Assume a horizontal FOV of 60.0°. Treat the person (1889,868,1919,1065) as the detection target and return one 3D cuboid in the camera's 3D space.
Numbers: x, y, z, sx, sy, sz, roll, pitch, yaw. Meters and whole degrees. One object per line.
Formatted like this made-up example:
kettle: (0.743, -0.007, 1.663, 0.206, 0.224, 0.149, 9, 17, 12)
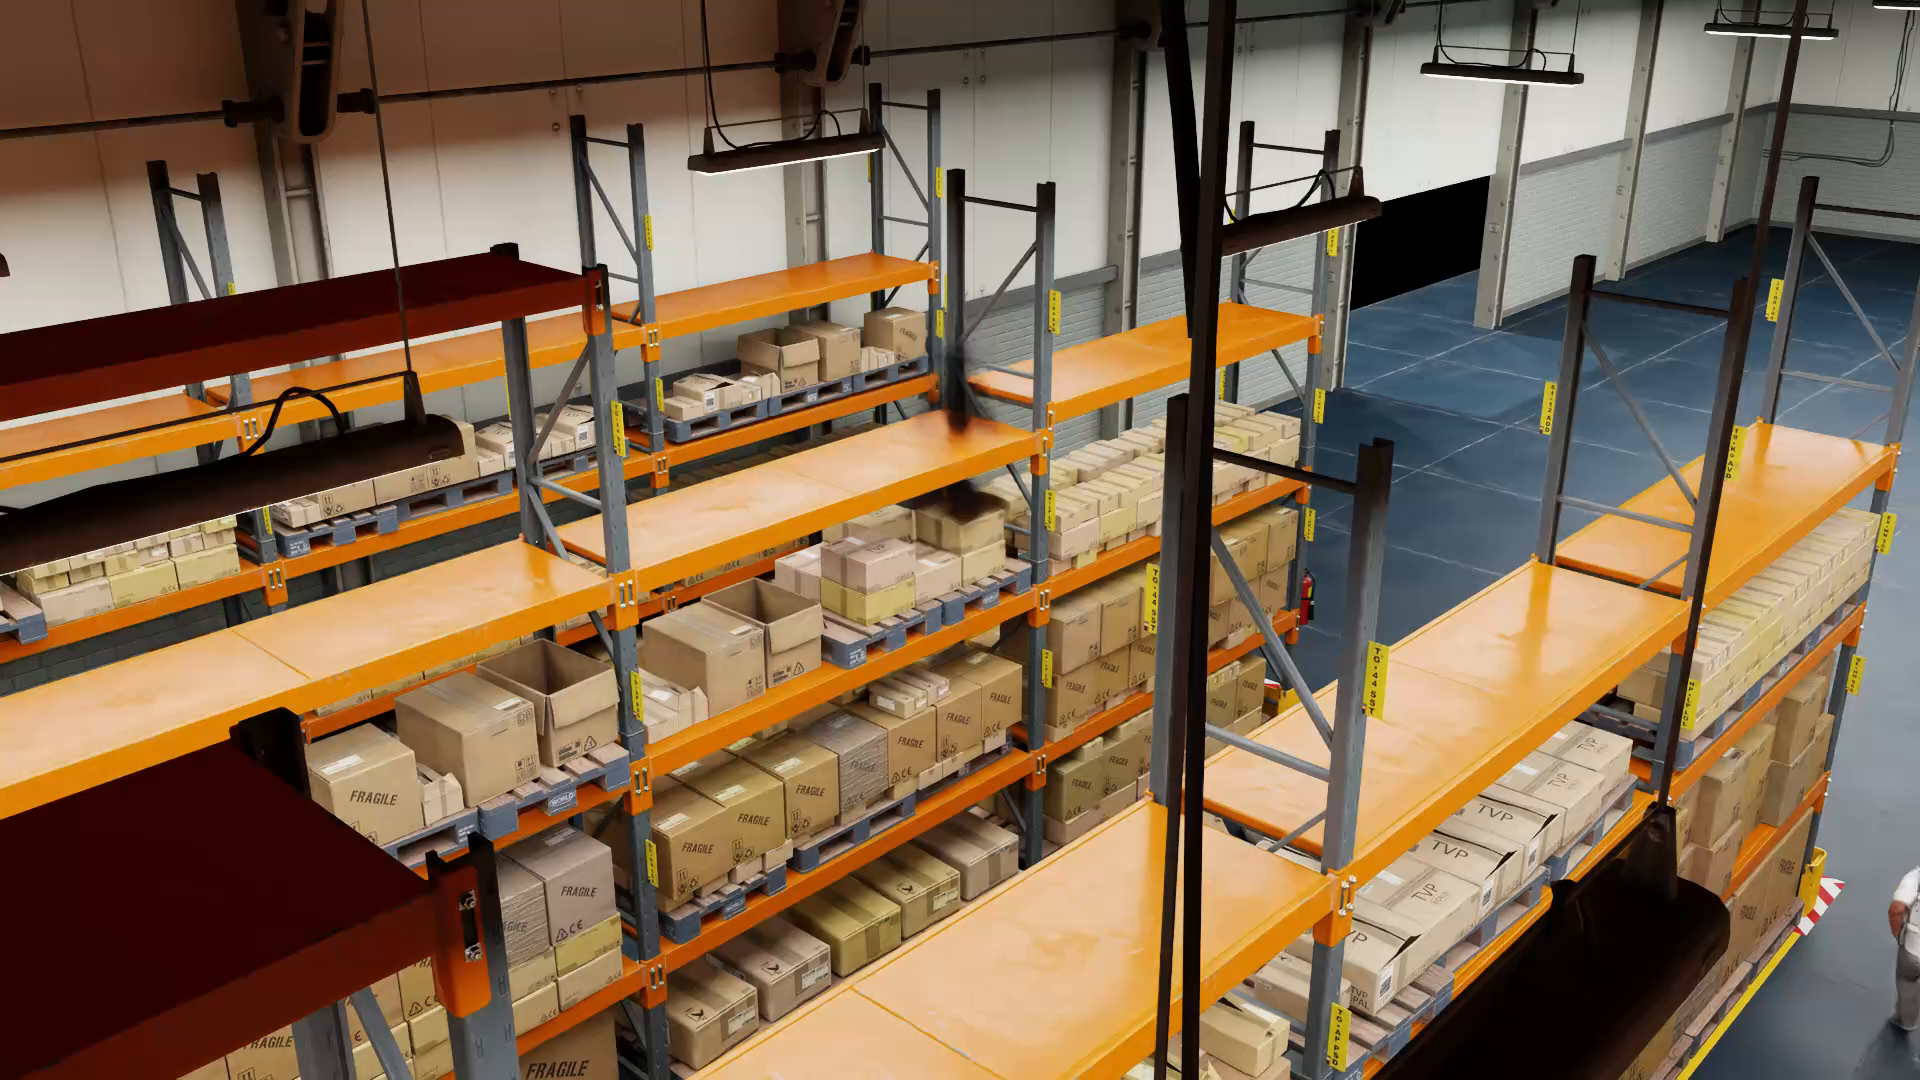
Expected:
person: (6.991, 2.998, 11.960, 0.650, 1.777, 1.035, 9, 23, 22)
